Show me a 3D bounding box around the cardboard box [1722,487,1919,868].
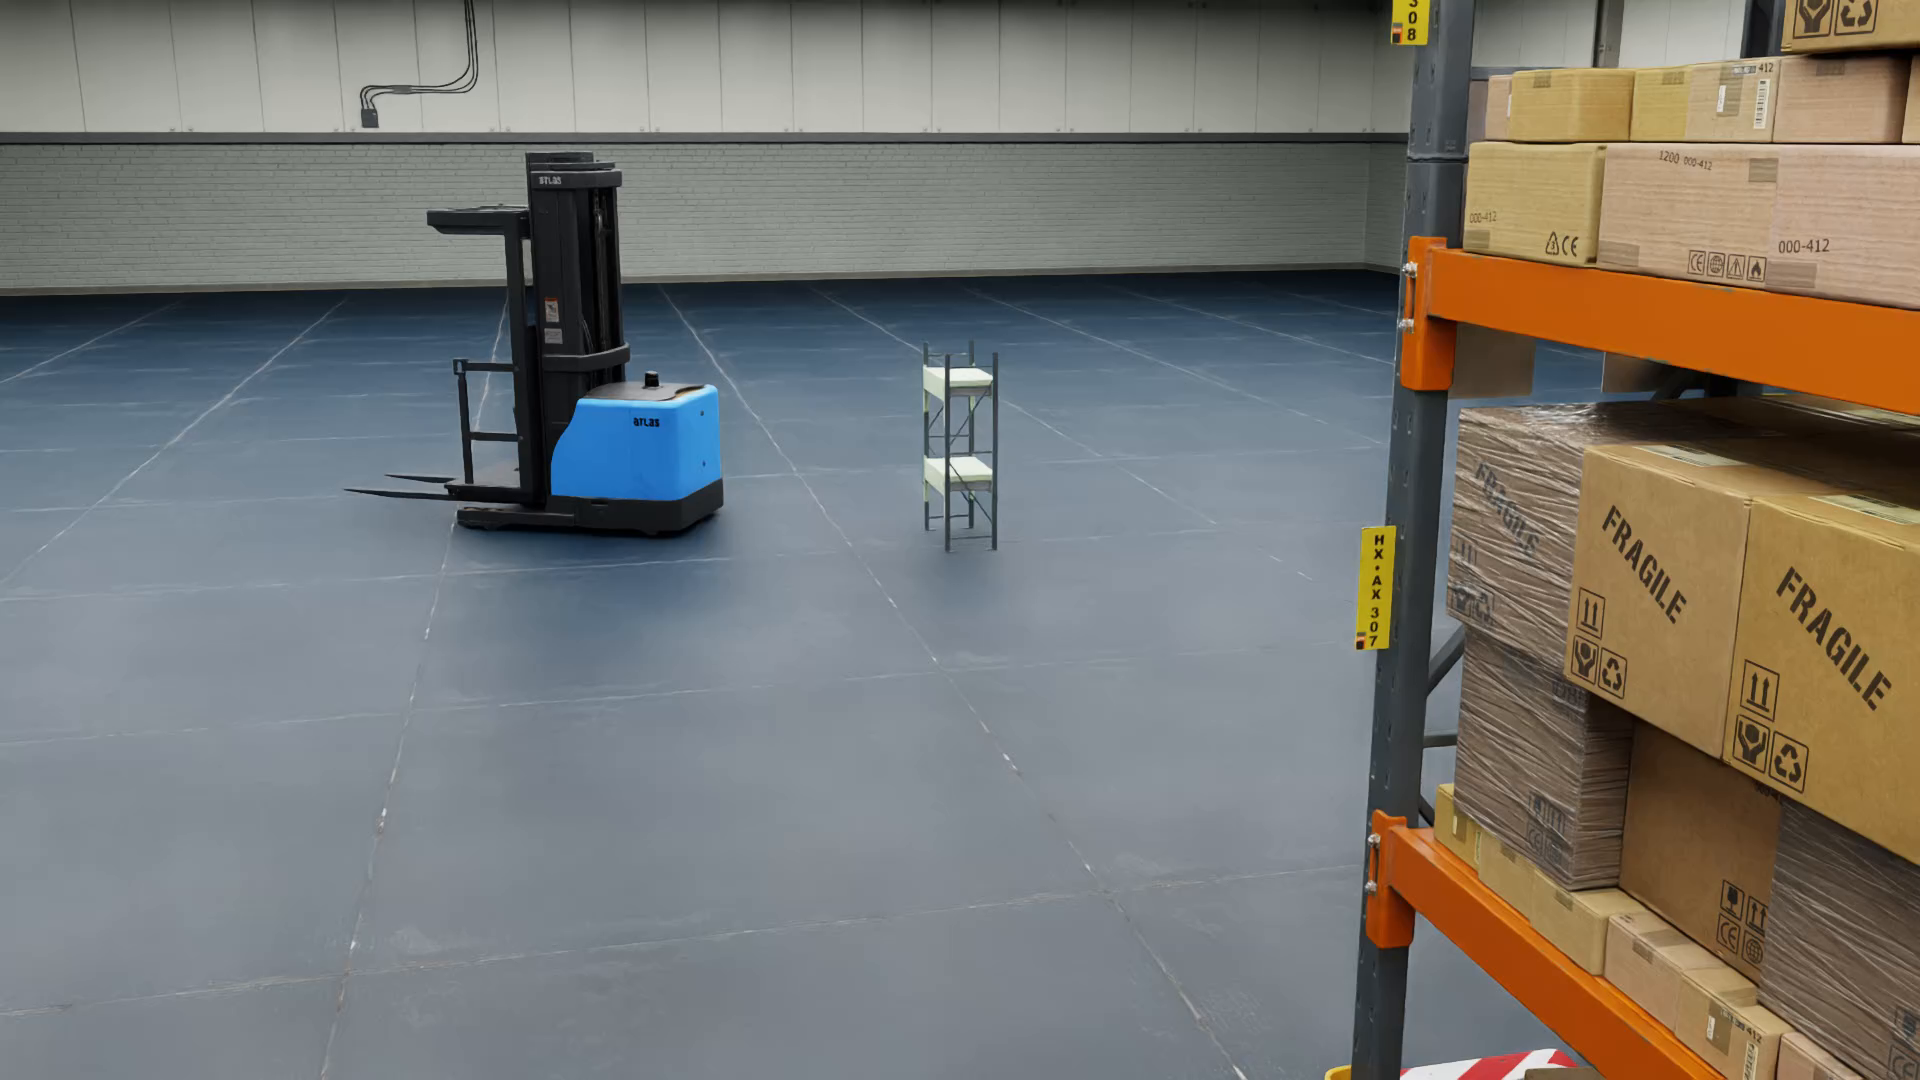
[{"bbox_3d":[1.692,0.209,2.807,0.500,0.500,0.500,-3,14,-13],"label":"cardboard box"}]

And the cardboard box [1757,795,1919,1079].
[{"bbox_3d":[2.010,0.676,3.001,0.875,0.500,0.500,-3,14,-13],"label":"cardboard box"}]

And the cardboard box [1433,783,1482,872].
[{"bbox_3d":[1.434,0.716,4.207,0.380,0.149,0.250,-3,14,-13],"label":"cardboard box"}]

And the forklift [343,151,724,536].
[{"bbox_3d":[-3.534,-1.621,13.386,3.031,2.935,1.130,3,14,13],"label":"forklift"}]

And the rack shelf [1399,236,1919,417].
[{"bbox_3d":[2.068,-0.132,2.341,1.077,0.370,4.000,-3,14,-13],"label":"rack shelf"}]

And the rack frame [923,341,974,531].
[{"bbox_3d":[-0.088,-0.815,13.101,0.400,1.500,0.023,-3,14,-13],"label":"rack frame"}]

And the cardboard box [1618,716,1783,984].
[{"bbox_3d":[1.935,0.559,3.483,0.875,0.500,0.500,-3,14,-13],"label":"cardboard box"}]

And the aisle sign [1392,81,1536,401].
[{"bbox_3d":[1.292,-0.746,4.182,0.394,0.787,0.004,-3,14,-13],"label":"aisle sign"}]

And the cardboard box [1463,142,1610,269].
[{"bbox_3d":[1.460,-0.744,3.648,0.500,0.250,0.500,-3,14,-12],"label":"cardboard box"}]

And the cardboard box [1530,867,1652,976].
[{"bbox_3d":[1.518,0.833,3.727,0.380,0.149,0.250,-3,14,-13],"label":"cardboard box"}]

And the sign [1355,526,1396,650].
[{"bbox_3d":[1.071,0.124,4.274,0.100,0.325,0.005,-3,14,-13],"label":"sign"}]

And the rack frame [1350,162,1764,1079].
[{"bbox_3d":[1.599,0.515,4.500,1.000,3.000,0.127,-3,14,-13],"label":"rack frame"}]

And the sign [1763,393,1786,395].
[{"bbox_3d":[2.143,-0.228,4.433,0.100,0.325,0.005,-3,14,-13],"label":"sign"}]

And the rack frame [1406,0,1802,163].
[{"bbox_3d":[1.599,-2.400,3.788,1.000,3.000,0.127,-3,14,-13],"label":"rack frame"}]

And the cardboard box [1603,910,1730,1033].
[{"bbox_3d":[1.597,0.889,3.495,0.380,0.149,0.250,-3,14,-13],"label":"cardboard box"}]

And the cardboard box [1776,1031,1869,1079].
[{"bbox_3d":[1.734,1.004,3.028,0.380,0.149,0.250,-3,14,-13],"label":"cardboard box"}]

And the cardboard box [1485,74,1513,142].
[{"bbox_3d":[1.438,-0.987,3.802,0.380,0.149,0.250,-3,14,-14],"label":"cardboard box"}]

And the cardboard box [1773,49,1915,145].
[{"bbox_3d":[1.632,-0.747,2.821,0.380,0.149,0.250,-3,14,-13],"label":"cardboard box"}]

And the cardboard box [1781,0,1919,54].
[{"bbox_3d":[1.685,-1.021,2.574,0.500,0.500,0.500,-3,14,-13],"label":"cardboard box"}]

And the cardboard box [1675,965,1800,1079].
[{"bbox_3d":[1.649,0.948,3.258,0.380,0.149,0.250,-3,14,-13],"label":"cardboard box"}]

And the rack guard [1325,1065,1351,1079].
[{"bbox_3d":[1.616,1.746,4.725,1.175,0.500,0.348,-3,14,-13],"label":"rack guard"}]

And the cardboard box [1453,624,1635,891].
[{"bbox_3d":[1.701,0.450,3.927,0.875,0.500,0.500,-3,14,-13],"label":"cardboard box"}]

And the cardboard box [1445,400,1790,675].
[{"bbox_3d":[1.463,-0.022,3.753,0.500,0.500,0.500,-3,14,-13],"label":"cardboard box"}]

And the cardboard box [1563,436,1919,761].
[{"bbox_3d":[1.573,0.094,3.279,0.500,0.500,0.500,-3,14,-13],"label":"cardboard box"}]

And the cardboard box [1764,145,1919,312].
[{"bbox_3d":[1.700,-0.511,2.694,0.500,0.250,0.500,-3,14,-13],"label":"cardboard box"}]

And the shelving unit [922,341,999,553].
[{"bbox_3d":[-0.002,-0.730,12.755,0.431,1.500,0.755,-3,14,-13],"label":"shelving unit"}]

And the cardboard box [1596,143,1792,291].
[{"bbox_3d":[1.588,-0.625,3.162,0.500,0.250,0.500,-4,14,-14],"label":"cardboard box"}]

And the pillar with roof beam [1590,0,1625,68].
[{"bbox_3d":[7.227,-8.411,28.395,9.100,9.000,0.400,-3,14,-13],"label":"pillar with roof beam"}]

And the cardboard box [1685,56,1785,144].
[{"bbox_3d":[1.579,-0.803,3.051,0.380,0.149,0.250,-3,14,-11],"label":"cardboard box"}]

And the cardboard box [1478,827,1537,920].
[{"bbox_3d":[1.474,0.774,3.966,0.380,0.149,0.250,-3,14,-13],"label":"cardboard box"}]

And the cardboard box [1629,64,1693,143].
[{"bbox_3d":[1.584,-0.870,3.325,0.380,0.149,0.250,-4,14,-14],"label":"cardboard box"}]

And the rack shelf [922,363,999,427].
[{"bbox_3d":[-0.002,-1.109,12.663,0.431,0.370,0.720,-3,14,-13],"label":"rack shelf"}]

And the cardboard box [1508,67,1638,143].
[{"bbox_3d":[1.405,-0.922,3.535,0.380,0.149,0.250,-3,14,-12],"label":"cardboard box"}]

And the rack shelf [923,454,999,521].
[{"bbox_3d":[-0.002,-0.413,12.833,0.431,0.370,0.720,-3,14,-13],"label":"rack shelf"}]

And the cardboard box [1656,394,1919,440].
[{"bbox_3d":[1.968,-0.051,3.871,0.500,0.500,0.500,-3,14,-13],"label":"cardboard box"}]

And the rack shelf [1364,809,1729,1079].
[{"bbox_3d":[2.068,1.326,2.697,1.077,0.370,4.000,-3,14,-13],"label":"rack shelf"}]

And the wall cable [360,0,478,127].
[{"bbox_3d":[-10.791,-11.211,32.687,2.305,6.003,0.169,-3,14,-13],"label":"wall cable"}]

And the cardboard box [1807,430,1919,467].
[{"bbox_3d":[2.091,0.064,3.401,0.500,0.500,0.500,-3,14,-13],"label":"cardboard box"}]

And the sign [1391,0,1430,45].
[{"bbox_3d":[1.071,-1.337,3.917,0.100,0.325,0.005,-3,14,-13],"label":"sign"}]

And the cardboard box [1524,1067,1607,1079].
[{"bbox_3d":[1.729,1.670,4.154,0.500,0.500,0.500,-1,14,-3],"label":"cardboard box"}]

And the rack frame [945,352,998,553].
[{"bbox_3d":[0.084,-0.646,12.410,0.400,1.500,0.023,-3,14,-13],"label":"rack frame"}]

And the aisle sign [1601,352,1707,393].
[{"bbox_3d":[1.876,-0.779,4.319,0.394,0.787,0.004,-3,14,-13],"label":"aisle sign"}]

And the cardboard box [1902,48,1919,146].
[{"bbox_3d":[1.711,-0.685,2.566,0.380,0.149,0.250,-4,14,-16],"label":"cardboard box"}]
